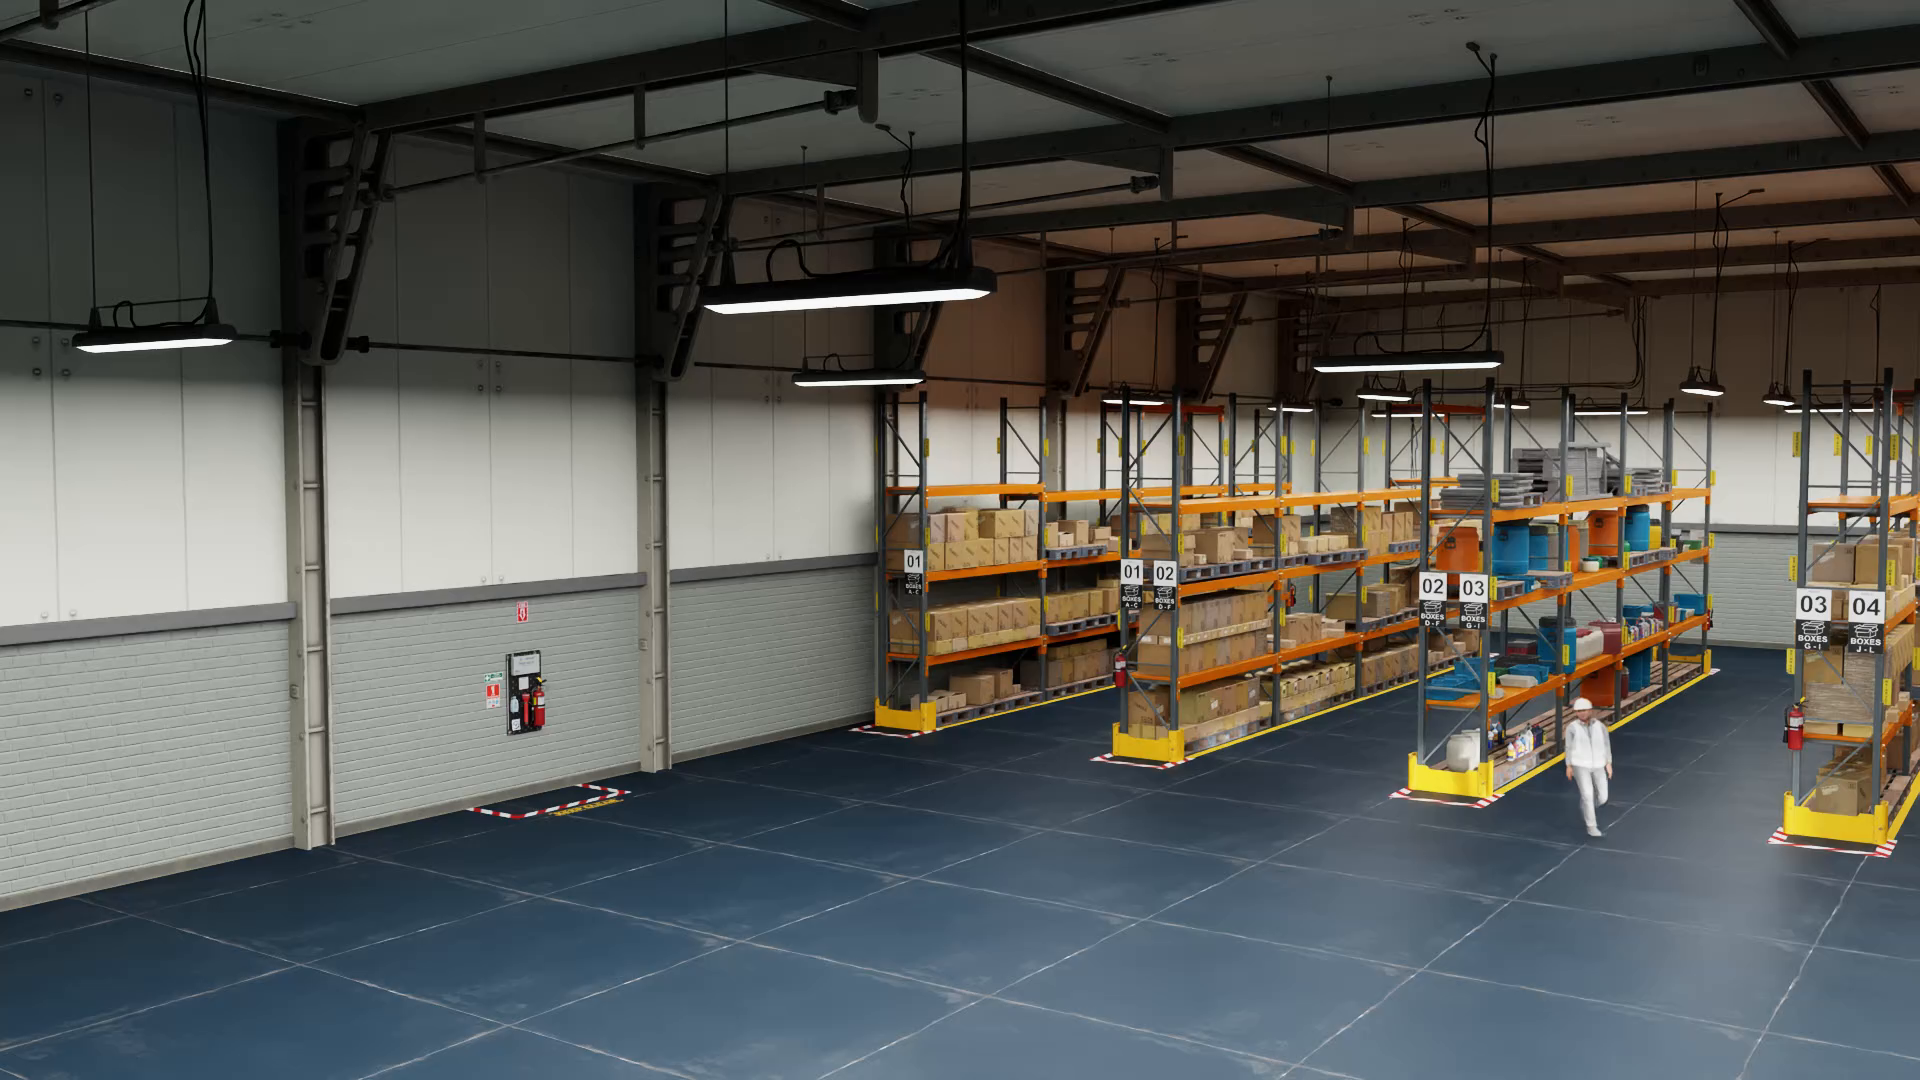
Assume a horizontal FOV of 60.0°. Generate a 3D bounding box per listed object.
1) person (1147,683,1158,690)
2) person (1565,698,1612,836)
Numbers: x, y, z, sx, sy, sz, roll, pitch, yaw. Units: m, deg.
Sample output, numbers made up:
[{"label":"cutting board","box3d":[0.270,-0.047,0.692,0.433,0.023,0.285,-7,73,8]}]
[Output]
[{"label":"person","box3d":[4.221,2.270,34.469,0.506,1.604,1.034,2,4,32]},{"label":"person","box3d":[8.182,2.928,21.625,0.549,1.739,0.794,0,3,0]}]
